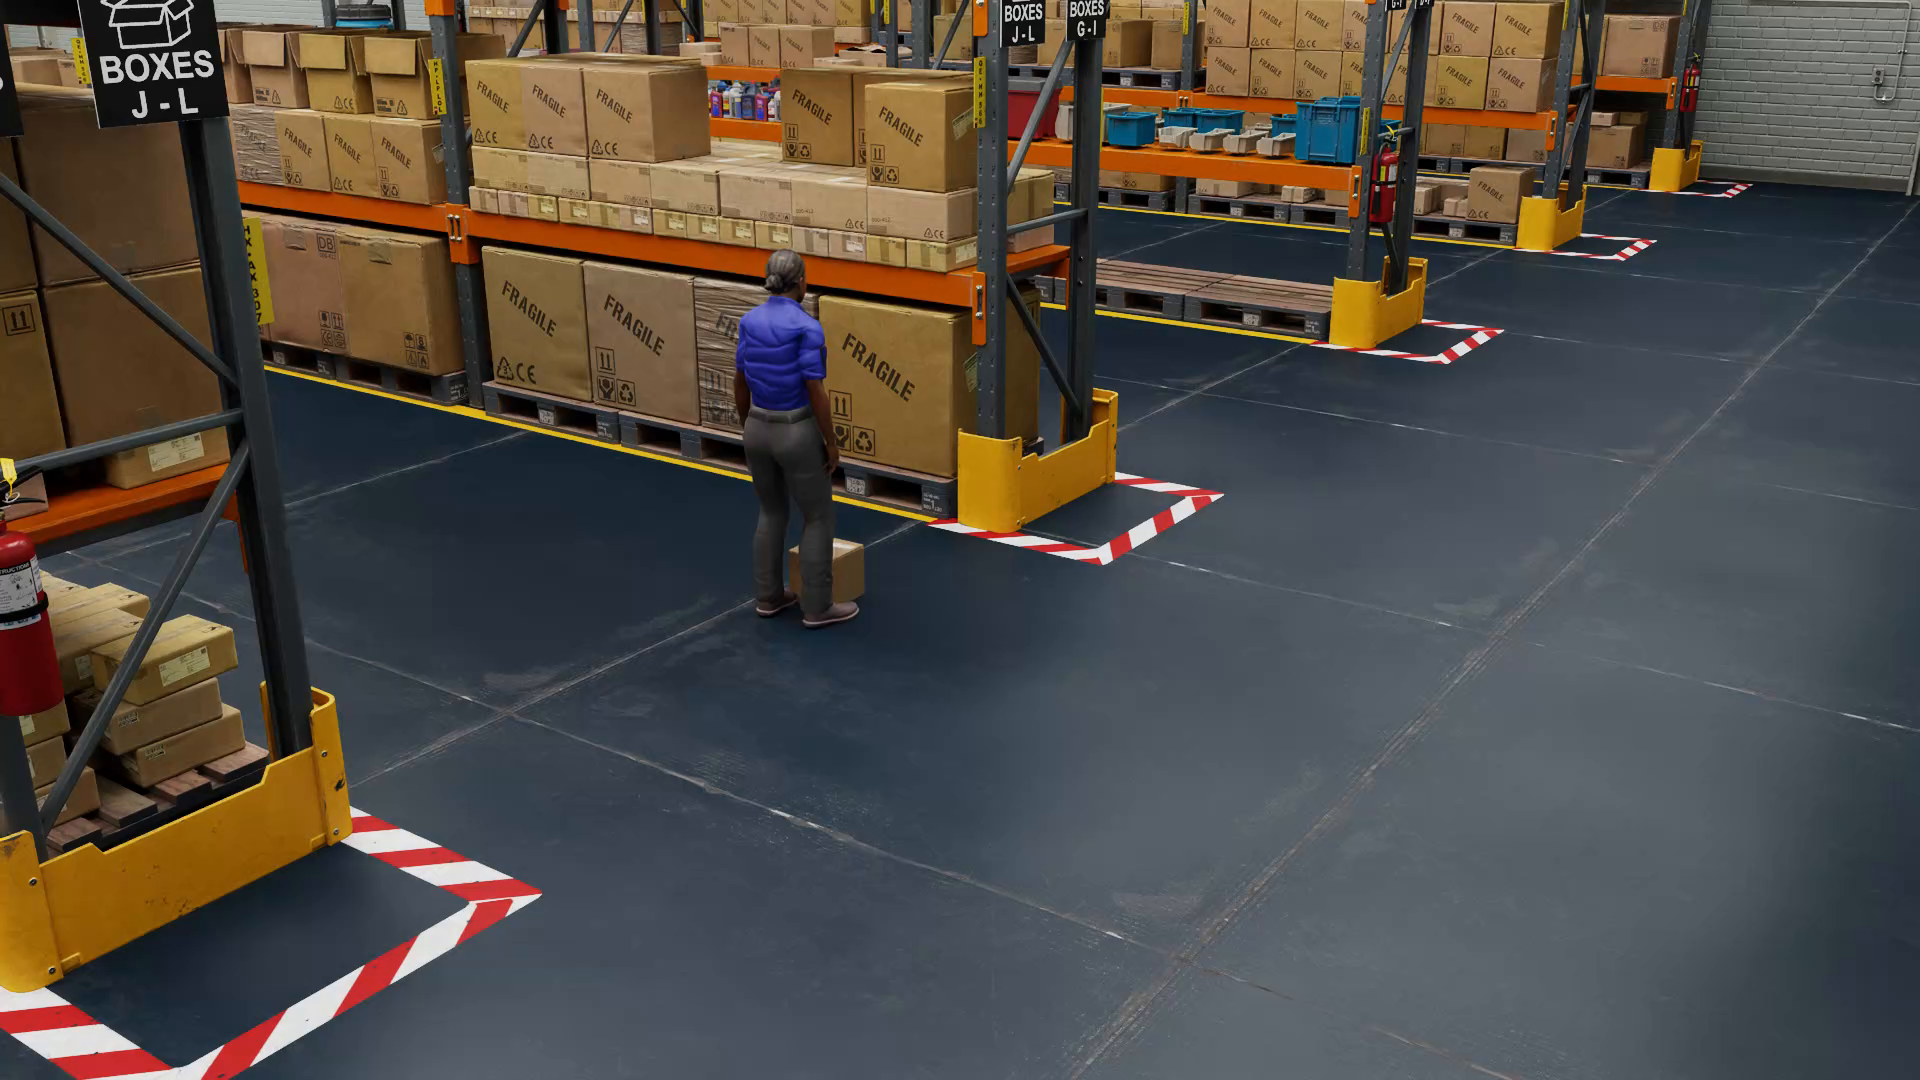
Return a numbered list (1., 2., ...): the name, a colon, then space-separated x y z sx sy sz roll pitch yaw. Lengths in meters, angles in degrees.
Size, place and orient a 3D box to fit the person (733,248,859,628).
1. person: -0.744 -0.440 7.294 0.524 1.653 0.348 12 23 29
